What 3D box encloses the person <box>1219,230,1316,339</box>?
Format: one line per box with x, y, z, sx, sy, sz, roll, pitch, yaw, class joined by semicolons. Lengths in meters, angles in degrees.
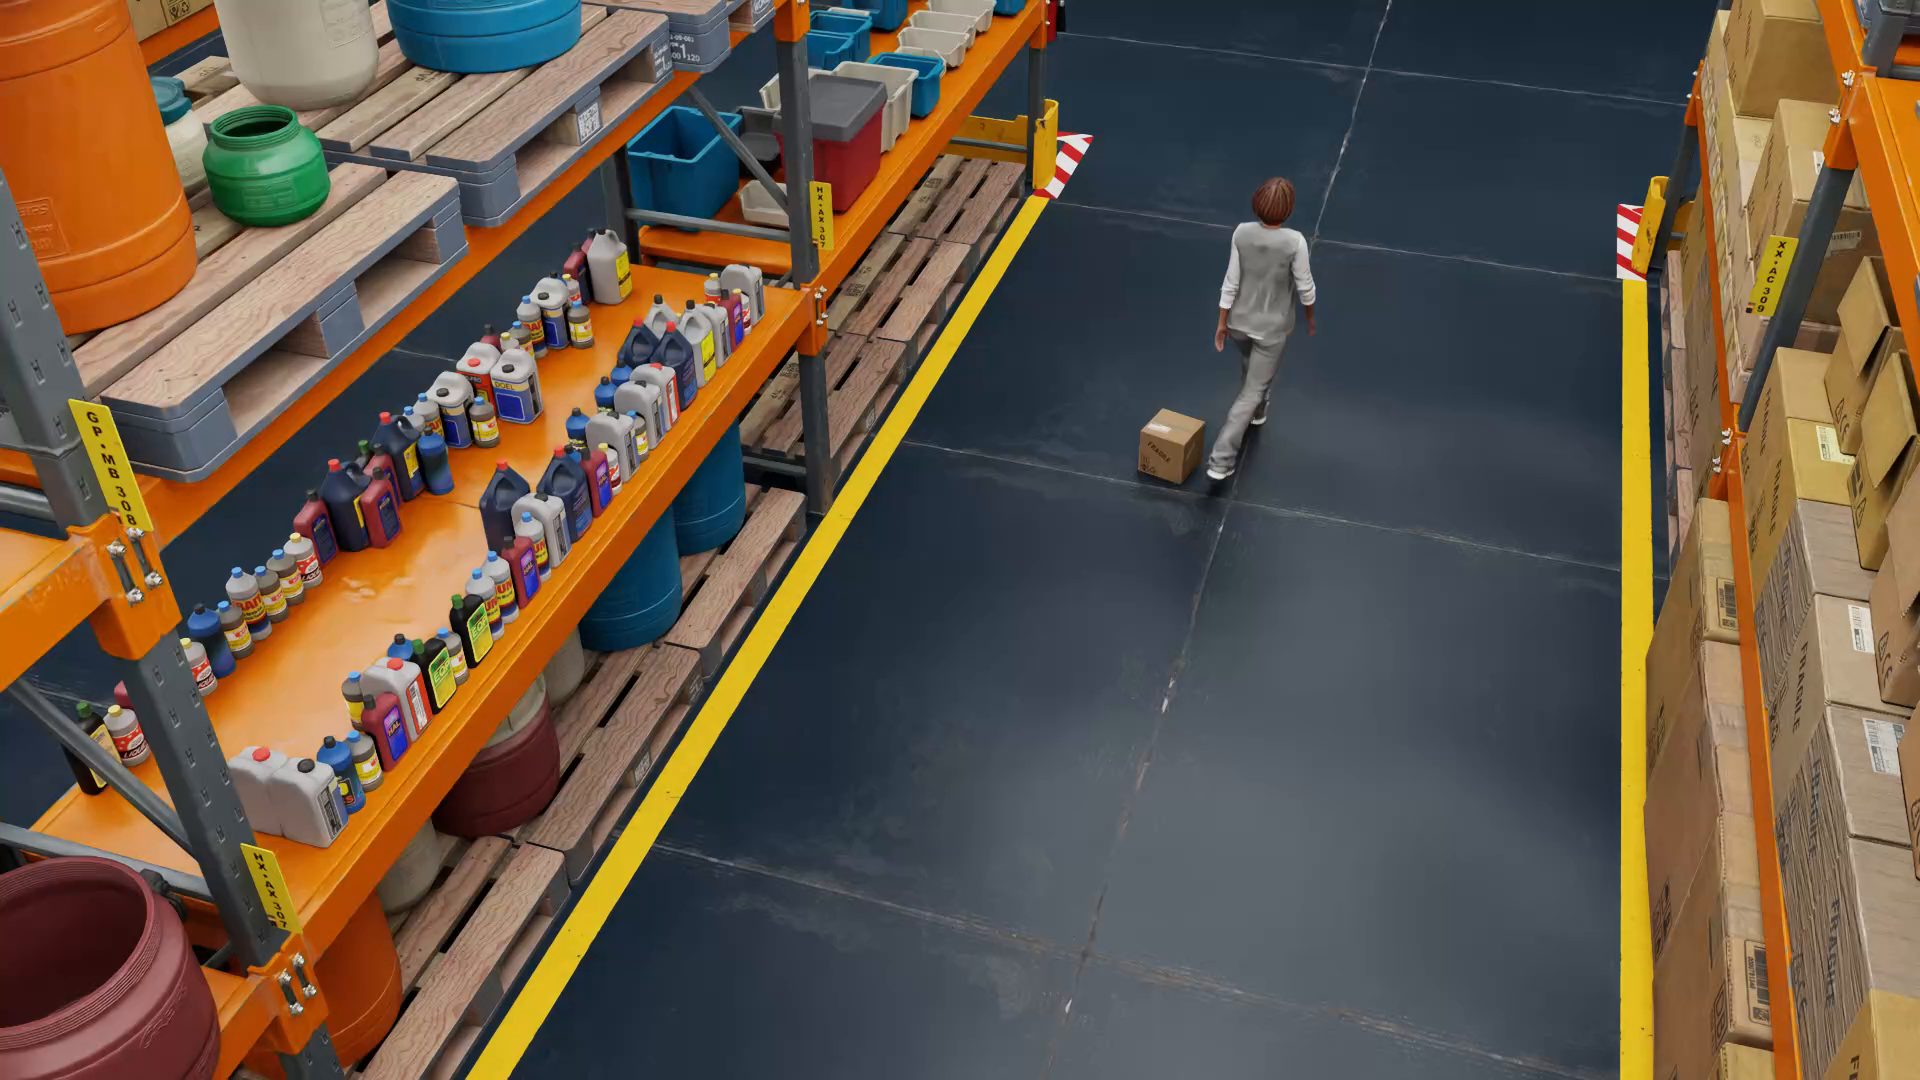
1.521;-1.285;8.152;0.431;0.537;0.289;21;42;25;person
